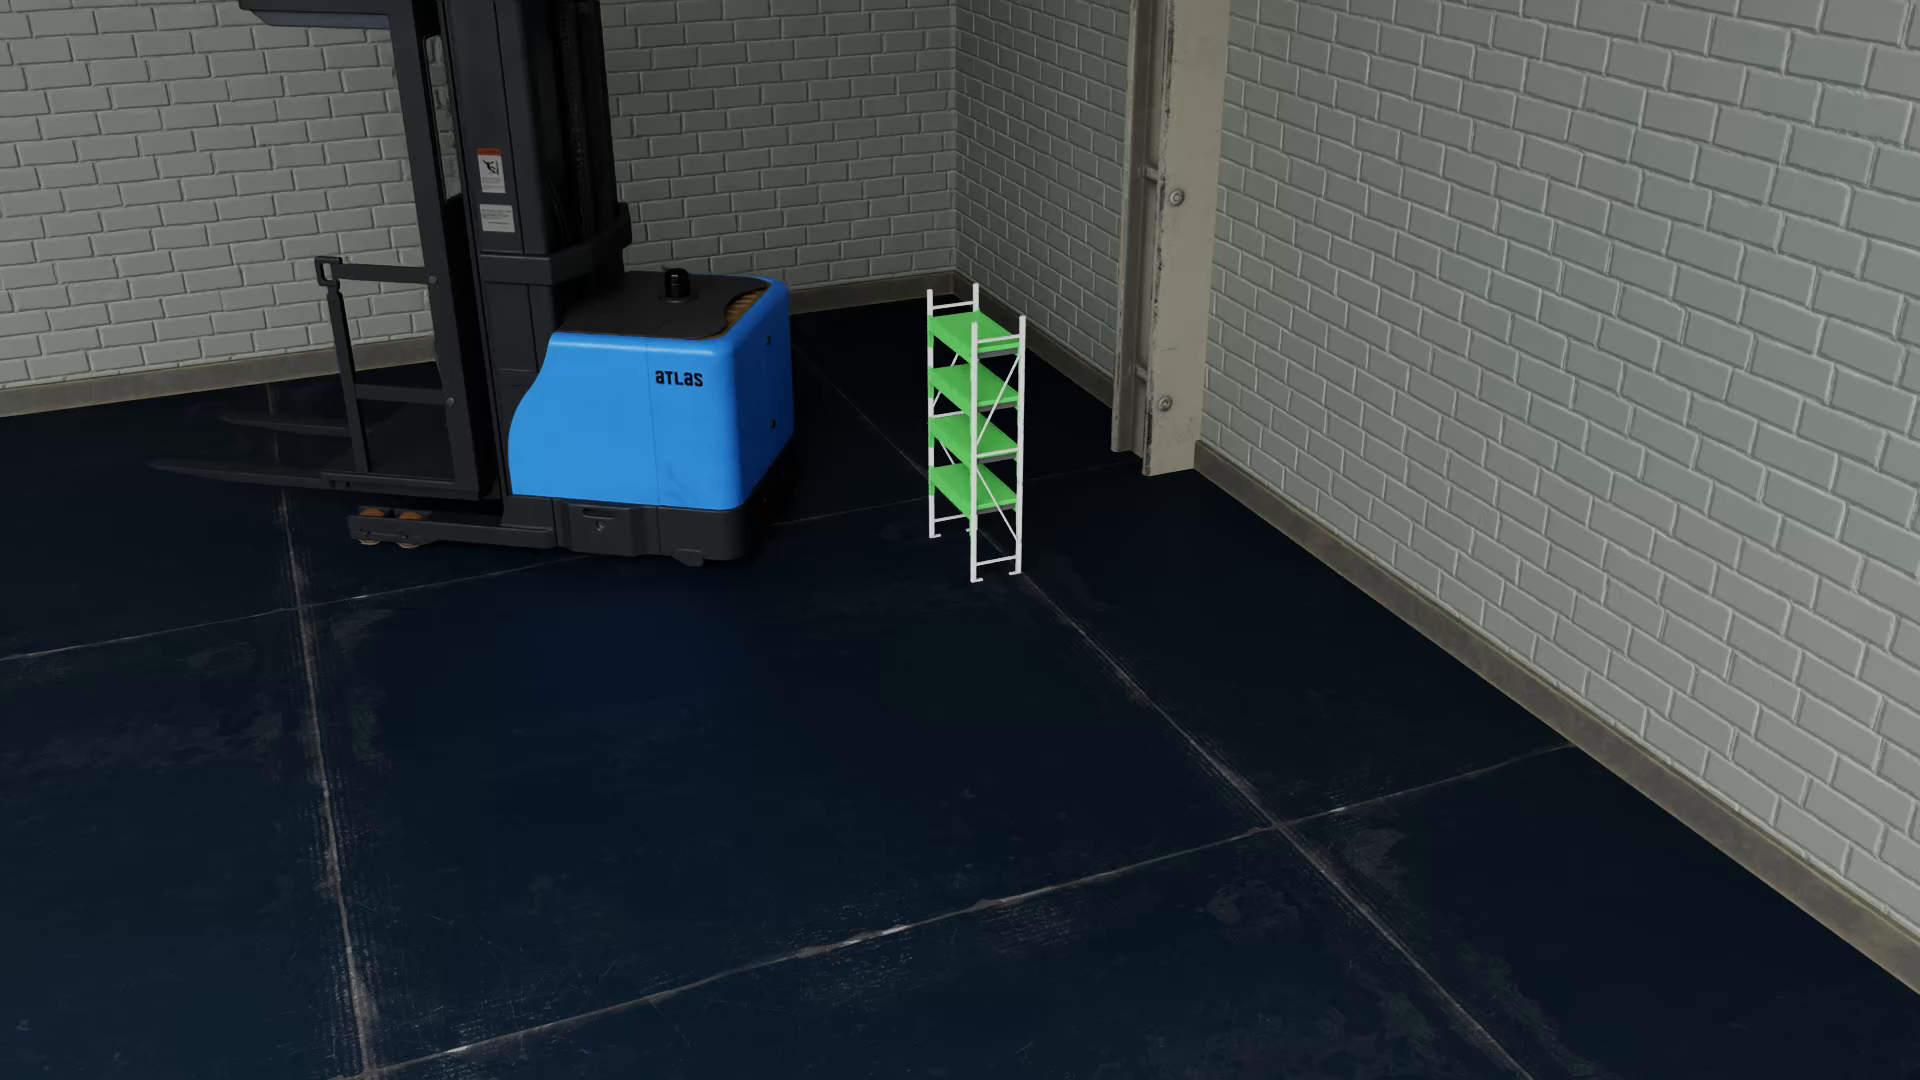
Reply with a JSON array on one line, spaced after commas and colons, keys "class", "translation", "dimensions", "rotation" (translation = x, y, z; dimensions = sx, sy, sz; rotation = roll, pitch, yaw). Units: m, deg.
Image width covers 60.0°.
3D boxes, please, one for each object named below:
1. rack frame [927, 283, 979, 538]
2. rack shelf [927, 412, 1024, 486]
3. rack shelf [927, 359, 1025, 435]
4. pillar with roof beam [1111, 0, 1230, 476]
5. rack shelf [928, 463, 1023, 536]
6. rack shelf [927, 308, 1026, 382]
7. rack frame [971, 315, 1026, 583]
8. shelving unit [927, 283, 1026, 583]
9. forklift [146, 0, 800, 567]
[{"class": "rack frame", "translation": [-0.031, -0.571, 7.552], "dimensions": [0.240, 1.200, 0.015], "rotation": [-11, 28, -21]}, {"class": "rack shelf", "translation": [0.065, -0.415, 7.378], "dimensions": [0.258, 0.148, 0.480], "rotation": [-11, 28, -21]}, {"class": "rack shelf", "translation": [0.065, -0.631, 7.273], "dimensions": [0.258, 0.148, 0.480], "rotation": [-11, 28, -21]}, {"class": "pillar with roof beam", "translation": [-2.954, -3.732, 5.137], "dimensions": [9.100, 9.000, 0.400], "rotation": [-11, 28, -21]}, {"class": "rack shelf", "translation": [0.065, -0.199, 7.483], "dimensions": [0.258, 0.148, 0.480], "rotation": [-11, 28, -21]}, {"class": "rack shelf", "translation": [0.065, -0.846, 7.167], "dimensions": [0.258, 0.148, 0.480], "rotation": [-11, 28, -21]}, {"class": "rack frame", "translation": [0.160, -0.374, 7.148], "dimensions": [0.240, 1.200, 0.015], "rotation": [-11, 28, -21]}, {"class": "shelving unit", "translation": [0.065, -0.472, 7.350], "dimensions": [0.258, 1.200, 0.503], "rotation": [-11, 28, -21]}, {"class": "forklift", "translation": [-2.361, -1.500, 7.481], "dimensions": [3.031, 2.935, 1.130], "rotation": [5, 26, 9]}]
